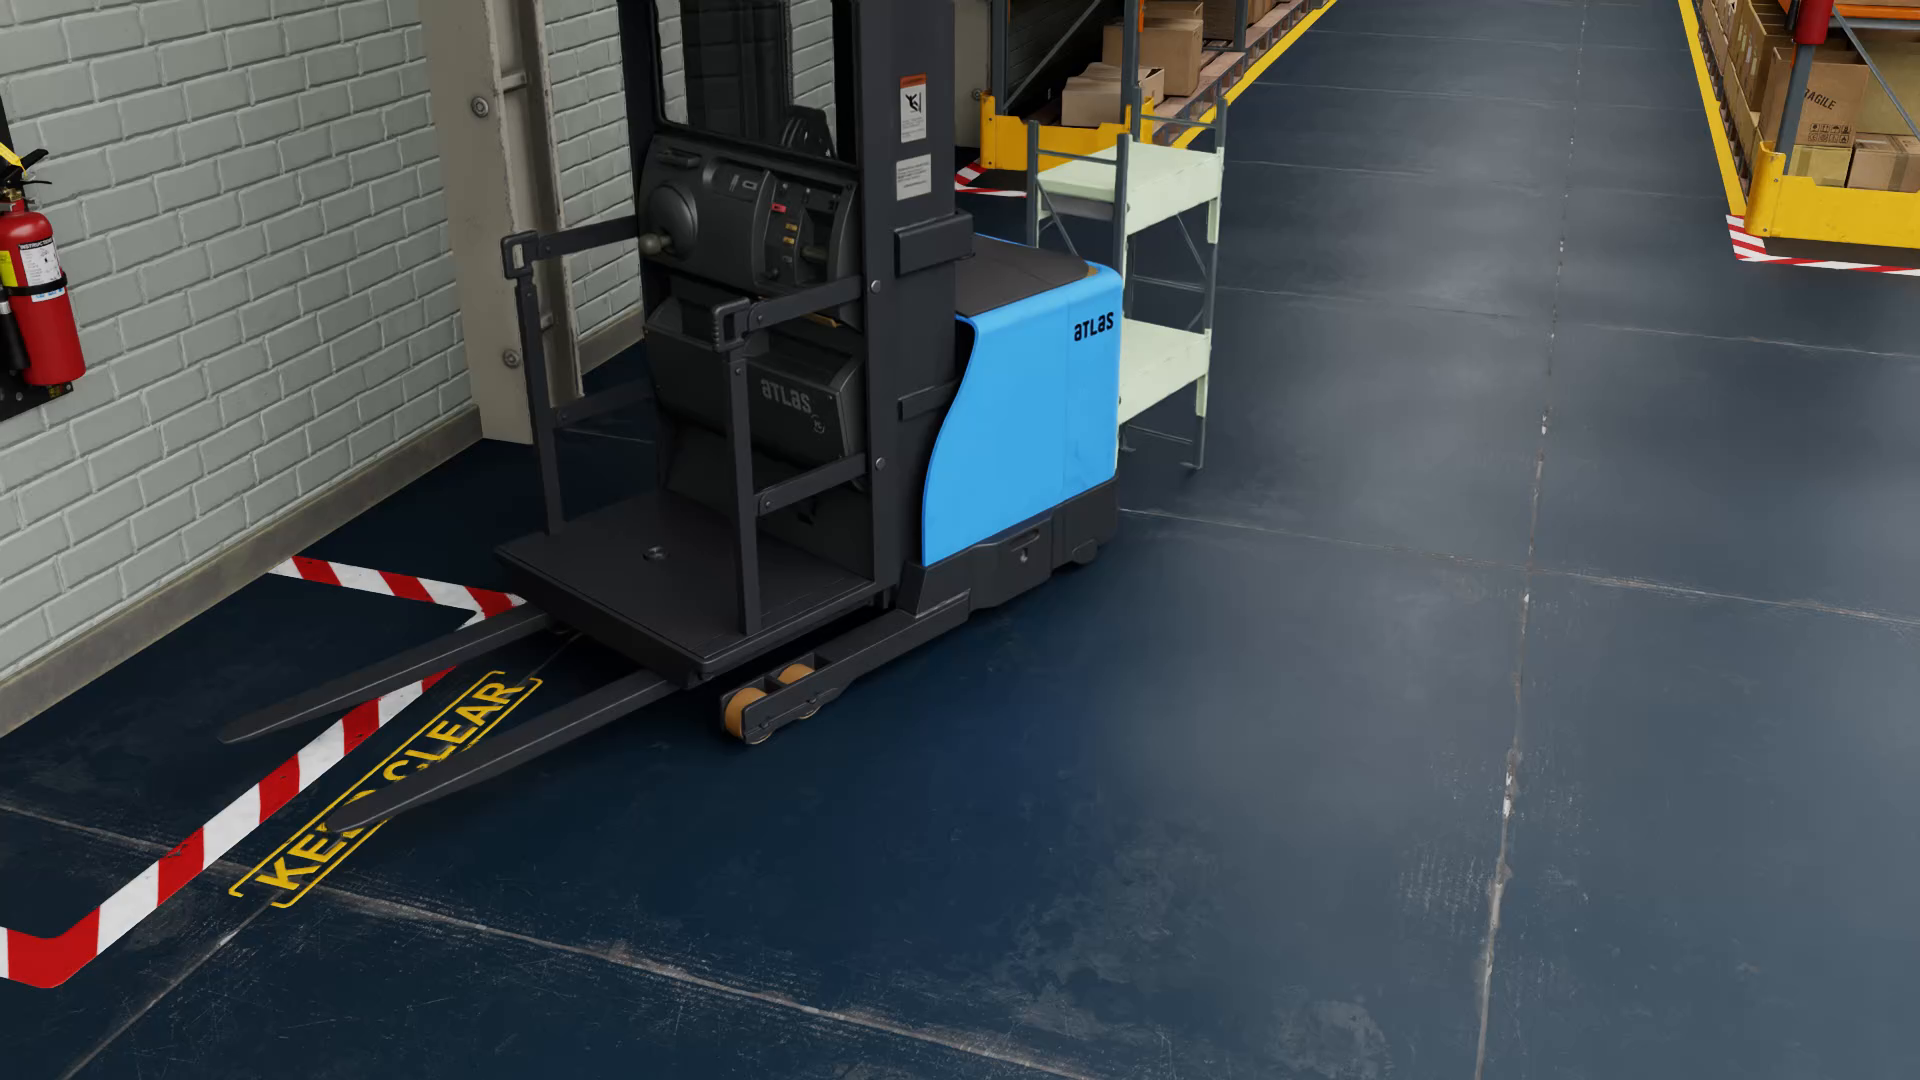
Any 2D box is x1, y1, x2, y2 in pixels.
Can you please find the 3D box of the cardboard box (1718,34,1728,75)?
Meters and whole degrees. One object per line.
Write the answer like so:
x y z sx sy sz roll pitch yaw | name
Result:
6.571 -3.999 13.741 0.500 0.250 0.500 8 27 17 | cardboard box

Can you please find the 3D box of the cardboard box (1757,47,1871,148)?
5.273 -2.744 10.288 0.500 0.500 0.500 9 27 17 | cardboard box

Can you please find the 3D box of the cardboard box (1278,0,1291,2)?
3.175 -5.965 17.492 0.700 0.500 0.500 9 27 18 | cardboard box

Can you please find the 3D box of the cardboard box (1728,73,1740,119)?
5.924 -3.231 12.153 0.500 0.250 0.500 9 27 17 | cardboard box

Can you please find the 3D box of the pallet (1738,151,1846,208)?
5.591 -2.257 10.669 1.003 0.211 1.213 9 27 17 | pallet

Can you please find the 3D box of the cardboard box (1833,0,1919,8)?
5.543 -3.426 9.770 0.700 0.500 0.500 9 27 17 | cardboard box

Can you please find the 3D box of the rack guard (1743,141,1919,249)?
5.368 -2.056 9.924 1.175 0.500 0.348 9 27 17 | rack guard

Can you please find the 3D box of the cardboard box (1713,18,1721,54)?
6.911 -4.417 14.604 0.500 0.250 0.500 9 27 19 | cardboard box

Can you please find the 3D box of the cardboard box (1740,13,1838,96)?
5.760 -3.362 11.565 0.500 0.500 0.500 9 27 17 | cardboard box

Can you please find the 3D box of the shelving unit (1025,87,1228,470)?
0.620 -0.887 6.362 0.431 1.500 0.755 17 31 31 | shelving unit

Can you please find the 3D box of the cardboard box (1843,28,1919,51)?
6.083 -3.082 10.985 0.500 0.500 0.500 9 27 17 | cardboard box

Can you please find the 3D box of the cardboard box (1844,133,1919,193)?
5.764 -2.331 10.295 0.500 0.250 0.500 9 27 17 | cardboard box

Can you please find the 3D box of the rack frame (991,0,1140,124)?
0.703 -3.908 10.880 1.000 3.000 0.127 9 27 17 | rack frame

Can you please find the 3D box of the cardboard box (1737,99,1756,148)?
5.595 -2.819 11.303 0.500 0.250 0.500 9 27 17 | cardboard box

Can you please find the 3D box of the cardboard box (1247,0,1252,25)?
2.388 -5.149 15.807 0.700 0.500 0.500 8 27 16 | cardboard box

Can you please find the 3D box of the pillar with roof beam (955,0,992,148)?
4.180 -6.397 9.136 9.100 9.000 0.400 9 27 17 | pillar with roof beam

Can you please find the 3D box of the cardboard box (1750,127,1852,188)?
5.275 -2.406 10.451 0.500 0.250 0.500 9 27 17 | cardboard box

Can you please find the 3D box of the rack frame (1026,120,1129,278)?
0.408 -0.757 6.093 0.400 1.500 0.023 17 31 31 | rack frame

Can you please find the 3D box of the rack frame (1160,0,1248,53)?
2.034 -5.552 14.275 1.000 3.000 0.127 9 27 17 | rack frame

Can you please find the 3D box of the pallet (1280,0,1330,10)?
3.699 -6.254 18.924 1.003 0.211 1.213 9 27 17 | pallet

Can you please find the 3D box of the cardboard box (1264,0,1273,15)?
2.755 -5.562 16.659 0.700 0.500 0.500 9 27 17 | cardboard box

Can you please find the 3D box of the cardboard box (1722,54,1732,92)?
6.266 -3.640 12.999 0.500 0.250 0.500 9 27 17 | cardboard box

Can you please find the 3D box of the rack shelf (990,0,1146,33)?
1.368 -4.406 12.734 1.077 0.370 4.000 9 27 17 | rack shelf

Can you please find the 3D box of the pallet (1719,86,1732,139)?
6.402 -3.259 12.739 1.003 0.211 1.213 9 27 17 | pallet

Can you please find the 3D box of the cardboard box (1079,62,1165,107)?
1.208 -3.402 12.414 0.500 0.311 0.500 11 28 22 | cardboard box

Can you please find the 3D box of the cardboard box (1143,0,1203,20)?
1.726 -4.193 13.831 0.500 0.500 0.500 7 27 14 | cardboard box

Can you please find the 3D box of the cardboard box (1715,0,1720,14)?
7.077 -4.872 14.901 0.500 0.311 0.500 8 27 17 | cardboard box

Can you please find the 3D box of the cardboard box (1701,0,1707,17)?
7.586 -5.258 16.340 0.500 0.250 0.500 9 27 17 | cardboard box

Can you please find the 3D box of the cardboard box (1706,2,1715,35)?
7.253 -4.837 15.470 0.500 0.250 0.500 8 27 16 | cardboard box

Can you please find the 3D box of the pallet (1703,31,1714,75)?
7.319 -4.392 15.078 1.003 0.211 1.213 9 27 17 | pallet

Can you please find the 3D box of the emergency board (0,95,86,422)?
-2.735 -0.846 4.554 0.194 1.169 0.643 9 27 17 | emergency board

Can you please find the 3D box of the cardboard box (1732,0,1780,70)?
6.098 -3.772 12.412 0.500 0.500 0.500 9 27 17 | cardboard box

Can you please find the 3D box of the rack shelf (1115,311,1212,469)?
0.620 -0.594 6.504 0.431 0.370 0.720 17 31 31 | rack shelf

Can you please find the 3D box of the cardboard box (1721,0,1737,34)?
6.738 -4.462 14.053 0.500 0.311 0.500 10 27 19 | cardboard box

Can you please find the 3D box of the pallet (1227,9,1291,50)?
2.696 -5.120 16.583 1.003 0.211 1.213 9 27 17 | pallet

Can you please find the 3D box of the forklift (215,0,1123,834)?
-0.795 -0.959 4.867 1.130 2.935 3.031 22 34 38 | forklift

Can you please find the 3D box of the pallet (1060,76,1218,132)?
1.440 -3.513 13.263 1.003 0.211 1.213 9 27 17 | pallet

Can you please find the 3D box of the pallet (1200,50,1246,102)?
1.844 -4.016 14.302 1.003 0.211 1.213 9 27 17 | pallet

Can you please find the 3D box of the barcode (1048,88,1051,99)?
0.647 -3.237 12.063 0.001 0.075 0.075 9 27 17 | barcode

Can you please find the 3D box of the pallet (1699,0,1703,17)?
8.322 -5.525 17.419 1.003 0.211 1.213 9 27 17 | pallet
